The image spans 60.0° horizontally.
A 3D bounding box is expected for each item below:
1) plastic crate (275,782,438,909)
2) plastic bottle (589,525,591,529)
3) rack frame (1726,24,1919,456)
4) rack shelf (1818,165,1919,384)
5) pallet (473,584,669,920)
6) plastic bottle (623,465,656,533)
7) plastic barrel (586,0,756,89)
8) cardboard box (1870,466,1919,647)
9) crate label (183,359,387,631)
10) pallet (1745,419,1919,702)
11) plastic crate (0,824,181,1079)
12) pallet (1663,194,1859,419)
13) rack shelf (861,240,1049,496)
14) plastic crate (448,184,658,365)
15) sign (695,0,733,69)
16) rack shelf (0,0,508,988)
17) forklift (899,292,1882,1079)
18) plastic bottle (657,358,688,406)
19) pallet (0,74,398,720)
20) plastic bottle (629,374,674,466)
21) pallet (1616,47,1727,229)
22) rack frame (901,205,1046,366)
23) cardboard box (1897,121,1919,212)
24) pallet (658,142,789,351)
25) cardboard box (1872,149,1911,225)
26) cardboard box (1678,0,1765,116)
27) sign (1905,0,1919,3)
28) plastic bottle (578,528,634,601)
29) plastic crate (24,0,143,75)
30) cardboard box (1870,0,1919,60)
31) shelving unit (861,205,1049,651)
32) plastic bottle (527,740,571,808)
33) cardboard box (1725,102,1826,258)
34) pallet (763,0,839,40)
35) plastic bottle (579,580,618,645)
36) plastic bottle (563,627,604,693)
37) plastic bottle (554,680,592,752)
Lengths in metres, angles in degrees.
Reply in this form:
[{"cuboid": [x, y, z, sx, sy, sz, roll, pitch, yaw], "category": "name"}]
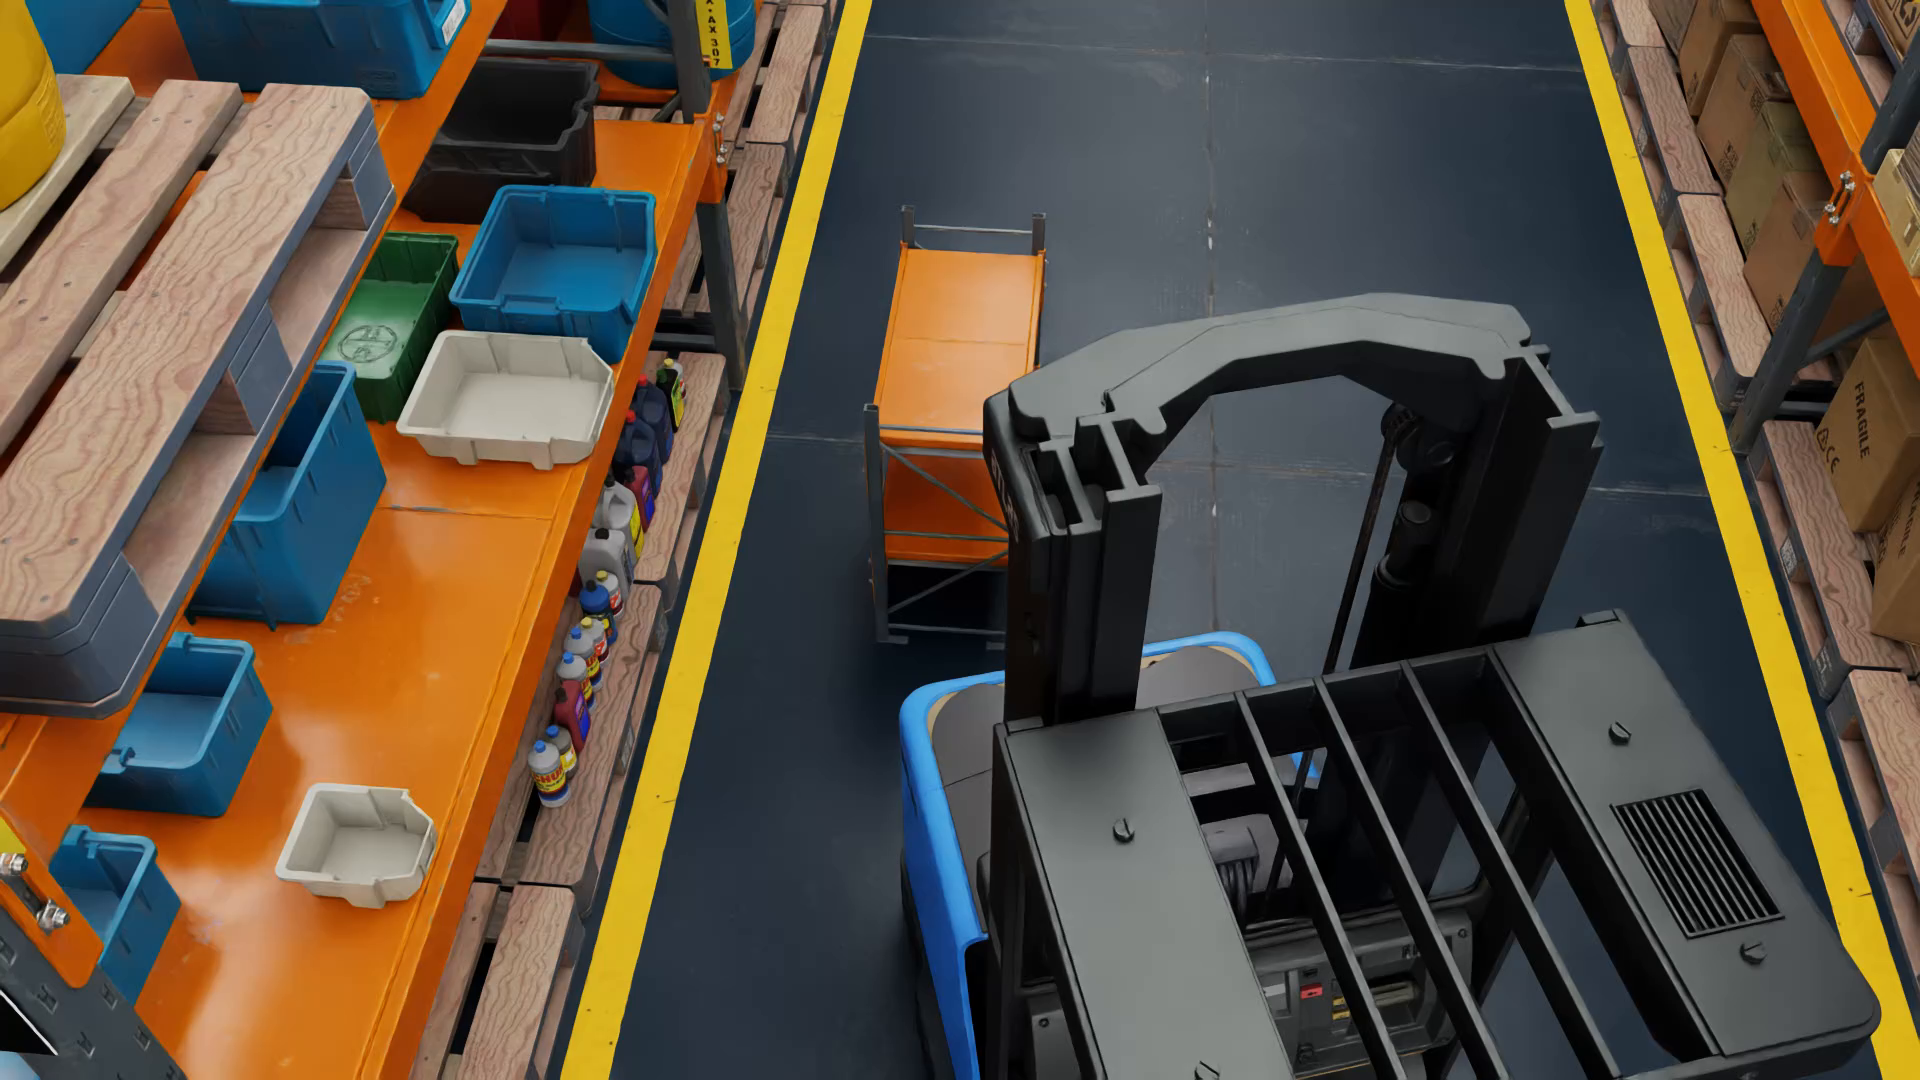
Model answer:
[{"cuboid": [-1.344, 0.700, 3.756, 0.298, 0.136, 0.250, 4, 48, 4], "category": "plastic crate"}, {"cuboid": [-1.305, -0.041, 5.798, 0.061, 0.283, 0.133, 4, 48, 4], "category": "plastic bottle"}, {"cuboid": [3.551, -1.359, 5.461, 1.000, 3.000, 0.127, 4, 48, 4], "category": "rack frame"}, {"cuboid": [3.369, 0.353, 4.382, 1.077, 0.370, 4.000, 4, 48, 4], "category": "rack shelf"}, {"cuboid": [-1.593, 0.638, 5.523, 1.003, 0.211, 1.213, 4, 48, 4], "category": "pallet"}, {"cuboid": [-1.144, -0.168, 5.914, 0.061, 0.283, 0.133, 7, 48, 6], "category": "plastic bottle"}, {"cuboid": [-1.045, -2.125, 5.821, 0.600, 0.901, 0.708, 4, 48, 4], "category": "plastic barrel"}, {"cuboid": [3.430, 0.055, 5.576, 0.500, 0.500, 0.500, 18, 50, 16], "category": "cardboard box"}, {"cuboid": [-1.848, -0.136, 4.317, 0.502, 0.435, 0.616, 4, 48, 4], "category": "crate label"}, {"cuboid": [3.525, 0.078, 6.036, 1.003, 0.211, 1.213, 4, 48, 4], "category": "pallet"}, {"cuboid": [-1.998, 0.909, 3.486, 0.499, 0.251, 0.616, 4, 48, 4], "category": "plastic crate"}, {"cuboid": [3.620, -0.990, 7.013, 1.003, 0.211, 1.213, 4, 48, 4], "category": "pallet"}, {"cuboid": [0.001, -0.582, 5.623, 0.538, 0.278, 1.000, 4, 48, 4], "category": "rack shelf"}, {"cuboid": [-1.212, -0.811, 5.060, 0.499, 0.251, 0.616, 4, 48, 4], "category": "plastic crate"}, {"cuboid": [-0.835, -1.741, 5.622, 0.100, 0.325, 0.005, 4, 48, 4], "category": "sign"}, {"cuboid": [-1.564, -0.992, 3.580, 1.077, 0.370, 4.000, 4, 48, 4], "category": "rack shelf"}, {"cuboid": [0.648, 1.114, 3.245, 1.130, 2.935, 3.031, -10, 48, -9], "category": "forklift"}, {"cuboid": [-1.104, -0.609, 6.372, 0.097, 0.201, 0.097, 0, 48, 0], "category": "plastic bottle"}, {"cuboid": [-1.573, -0.303, 2.590, 1.003, 0.211, 1.213, 4, 48, 4], "category": "pallet"}, {"cuboid": [-1.153, -0.454, 6.130, 0.144, 0.351, 0.185, 3, 48, 2], "category": "plastic bottle"}, {"cuboid": [3.729, -1.889, 7.835, 1.003, 0.211, 1.213, 4, 48, 4], "category": "pallet"}, {"cuboid": [0.047, -0.758, 6.181, 0.500, 1.125, 0.032, 4, 48, 4], "category": "rack frame"}, {"cuboid": [3.448, -1.167, 5.015, 0.875, 0.500, 0.500, 4, 48, 4], "category": "cardboard box"}, {"cuboid": [-1.349, -1.331, 7.324, 1.003, 0.211, 1.213, 4, 48, 4], "category": "pallet"}, {"cuboid": [3.232, -1.137, 5.427, 0.380, 0.149, 0.250, 4, 48, 4], "category": "cardboard box"}, {"cuboid": [3.792, -2.284, 7.702, 0.700, 0.500, 0.500, 7, 48, 7], "category": "cardboard box"}, {"cuboid": [2.998, -1.785, 5.065, 0.100, 0.325, 0.005, 4, 48, 4], "category": "sign"}, {"cuboid": [-1.219, 0.068, 5.702, 0.152, 0.276, 0.135, 5, 48, 4], "category": "plastic bottle"}, {"cuboid": [-1.872, -1.182, 3.276, 0.392, 0.384, 0.575, 4, 48, 4], "category": "plastic crate"}, {"cuboid": [3.763, -2.278, 5.610, 1.000, 1.000, 1.000, 4, 48, 4], "category": "cardboard box"}, {"cuboid": [0.001, -0.385, 5.839, 0.538, 1.125, 1.048, 4, 48, 4], "category": "shelving unit"}, {"cuboid": [-1.270, 0.708, 5.121, 0.097, 0.271, 0.097, 0, 48, 0], "category": "plastic bottle"}, {"cuboid": [3.690, -1.463, 6.951, 0.700, 0.500, 0.500, 4, 48, 3], "category": "cardboard box"}, {"cuboid": [-1.126, -3.124, 8.964, 1.003, 0.211, 1.213, 4, 48, 4], "category": "pallet"}, {"cuboid": [-1.212, 0.234, 5.554, 0.097, 0.271, 0.097, 0, 48, 0], "category": "plastic bottle"}, {"cuboid": [-1.230, 0.382, 5.418, 0.097, 0.271, 0.097, 0, 48, 0], "category": "plastic bottle"}, {"cuboid": [-1.232, 0.539, 5.267, 0.061, 0.283, 0.133, 5, 48, 4], "category": "plastic bottle"}]
